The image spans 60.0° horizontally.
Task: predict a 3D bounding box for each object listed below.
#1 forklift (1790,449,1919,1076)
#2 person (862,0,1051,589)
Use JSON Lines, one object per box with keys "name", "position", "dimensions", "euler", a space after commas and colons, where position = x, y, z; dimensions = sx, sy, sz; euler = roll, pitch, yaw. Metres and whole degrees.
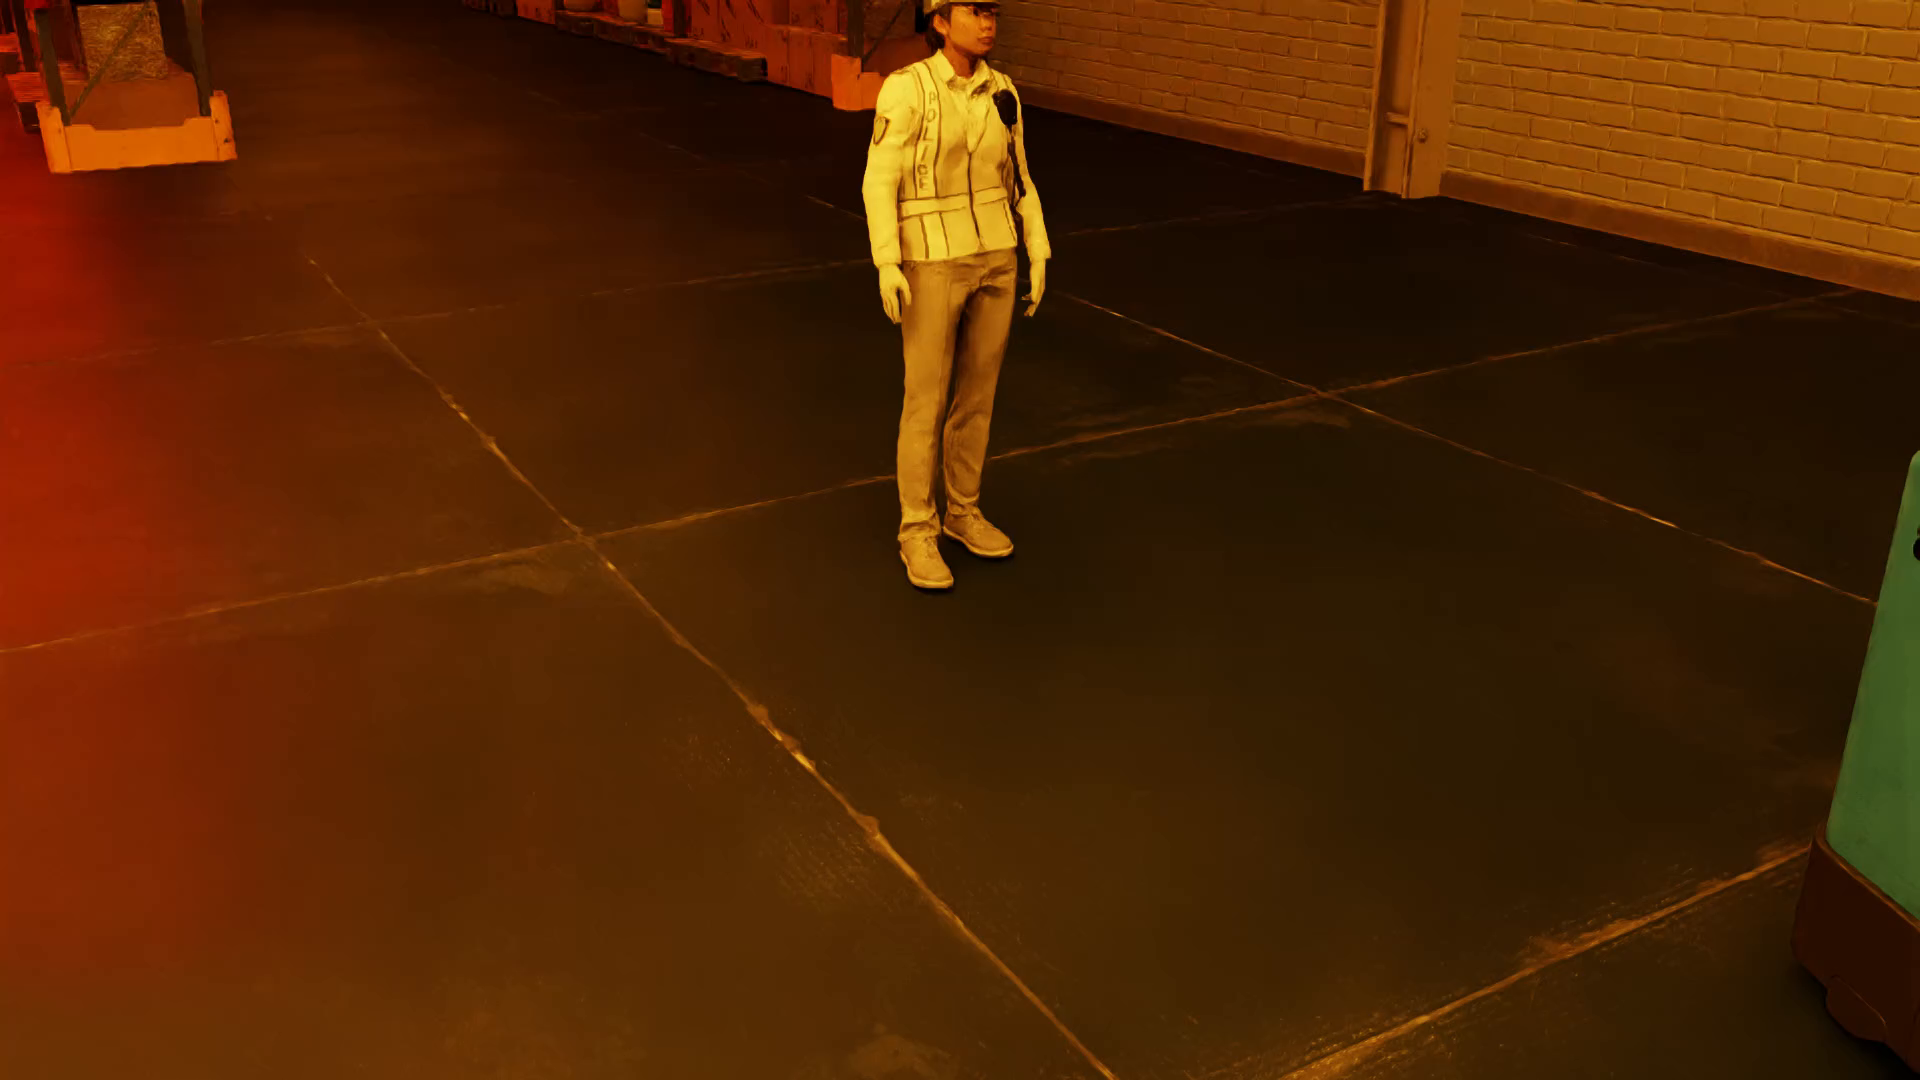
{"name": "forklift", "position": [2.307, -0.021, 1.324], "dimensions": [1.130, 2.935, 3.031], "euler": [-4, 23, -9]}
{"name": "person", "position": [0.028, -0.762, 4.755], "dimensions": [0.586, 1.683, 0.533], "euler": [-12, 25, -28]}
